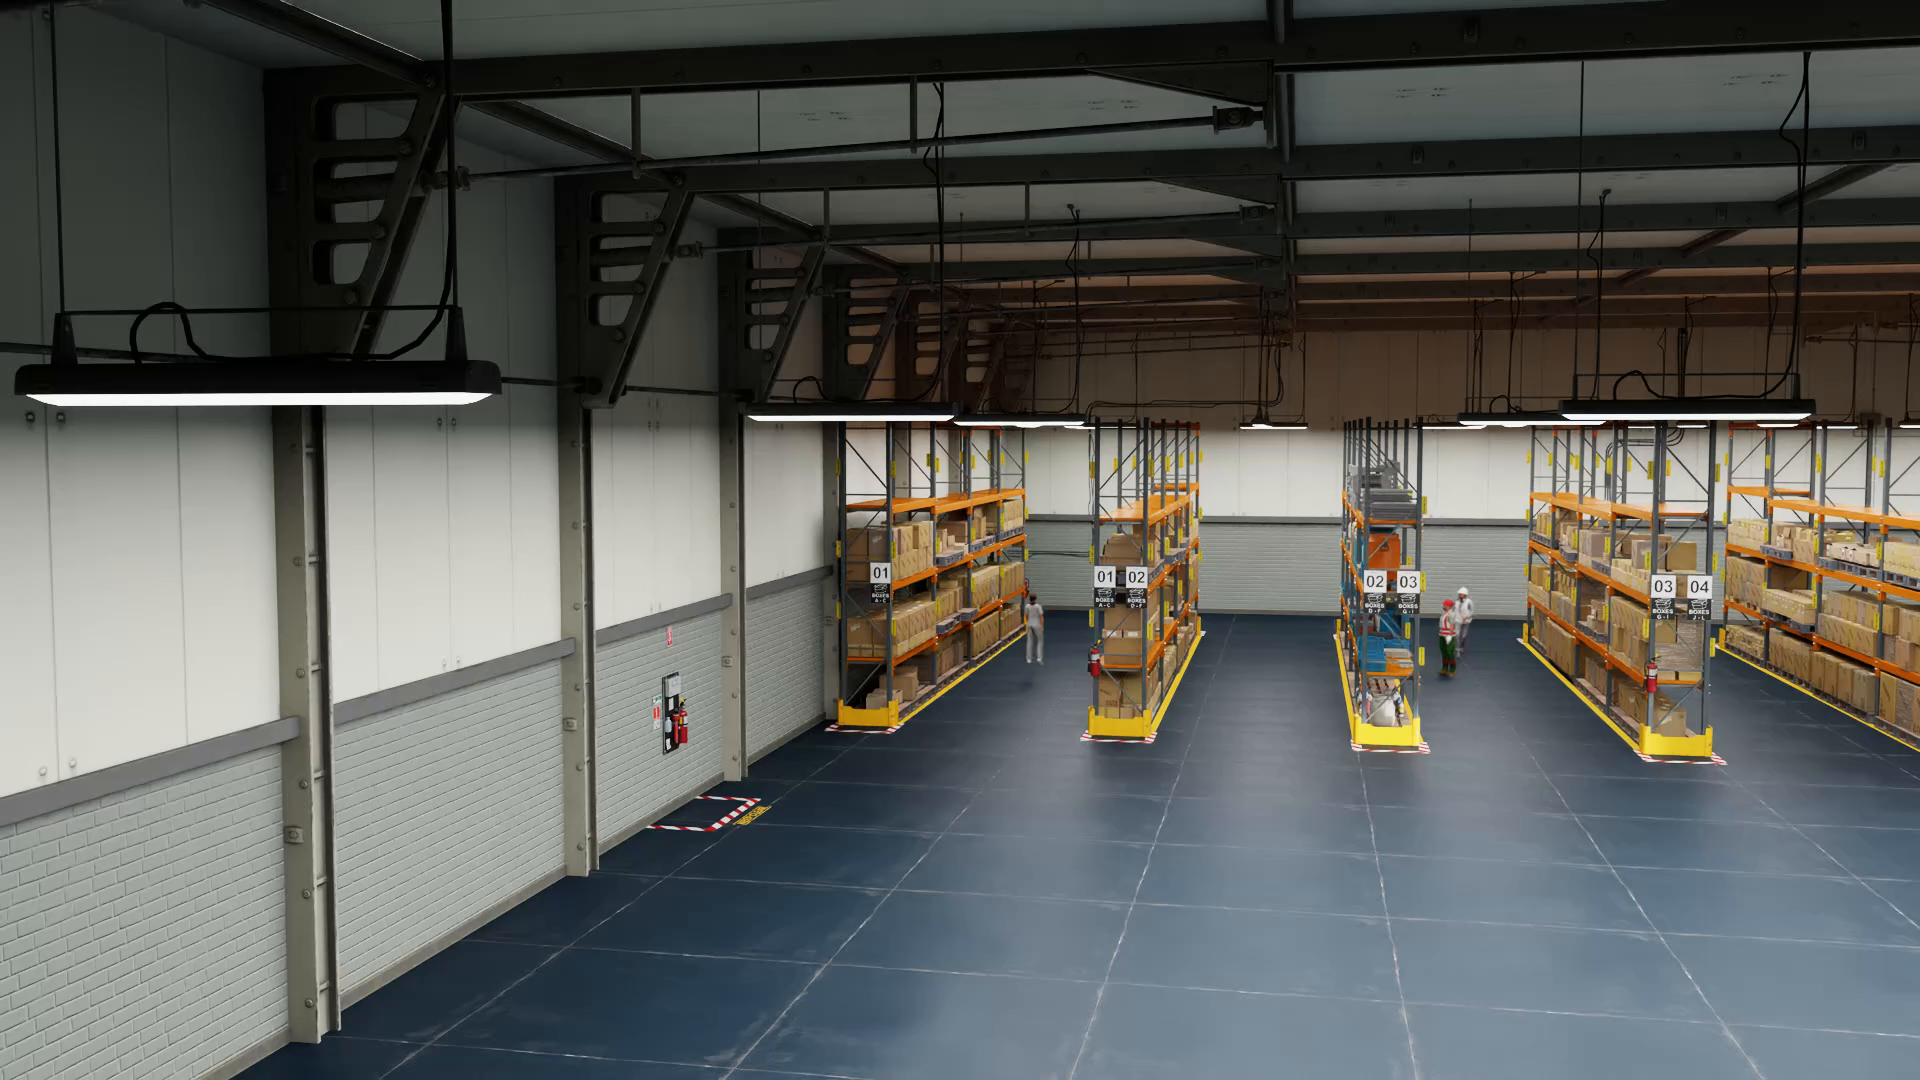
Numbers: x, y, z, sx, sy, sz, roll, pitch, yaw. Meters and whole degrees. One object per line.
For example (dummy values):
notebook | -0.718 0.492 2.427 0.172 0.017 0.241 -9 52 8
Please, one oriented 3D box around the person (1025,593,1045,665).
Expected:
person | 1.765 2.100 39.038 0.491 1.733 0.547 3 5 38

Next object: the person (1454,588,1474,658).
person | 12.914 2.100 42.664 0.483 1.756 0.983 1 4 11

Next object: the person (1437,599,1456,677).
person | 11.477 2.298 39.173 0.390 1.827 0.558 -2 4 -24
